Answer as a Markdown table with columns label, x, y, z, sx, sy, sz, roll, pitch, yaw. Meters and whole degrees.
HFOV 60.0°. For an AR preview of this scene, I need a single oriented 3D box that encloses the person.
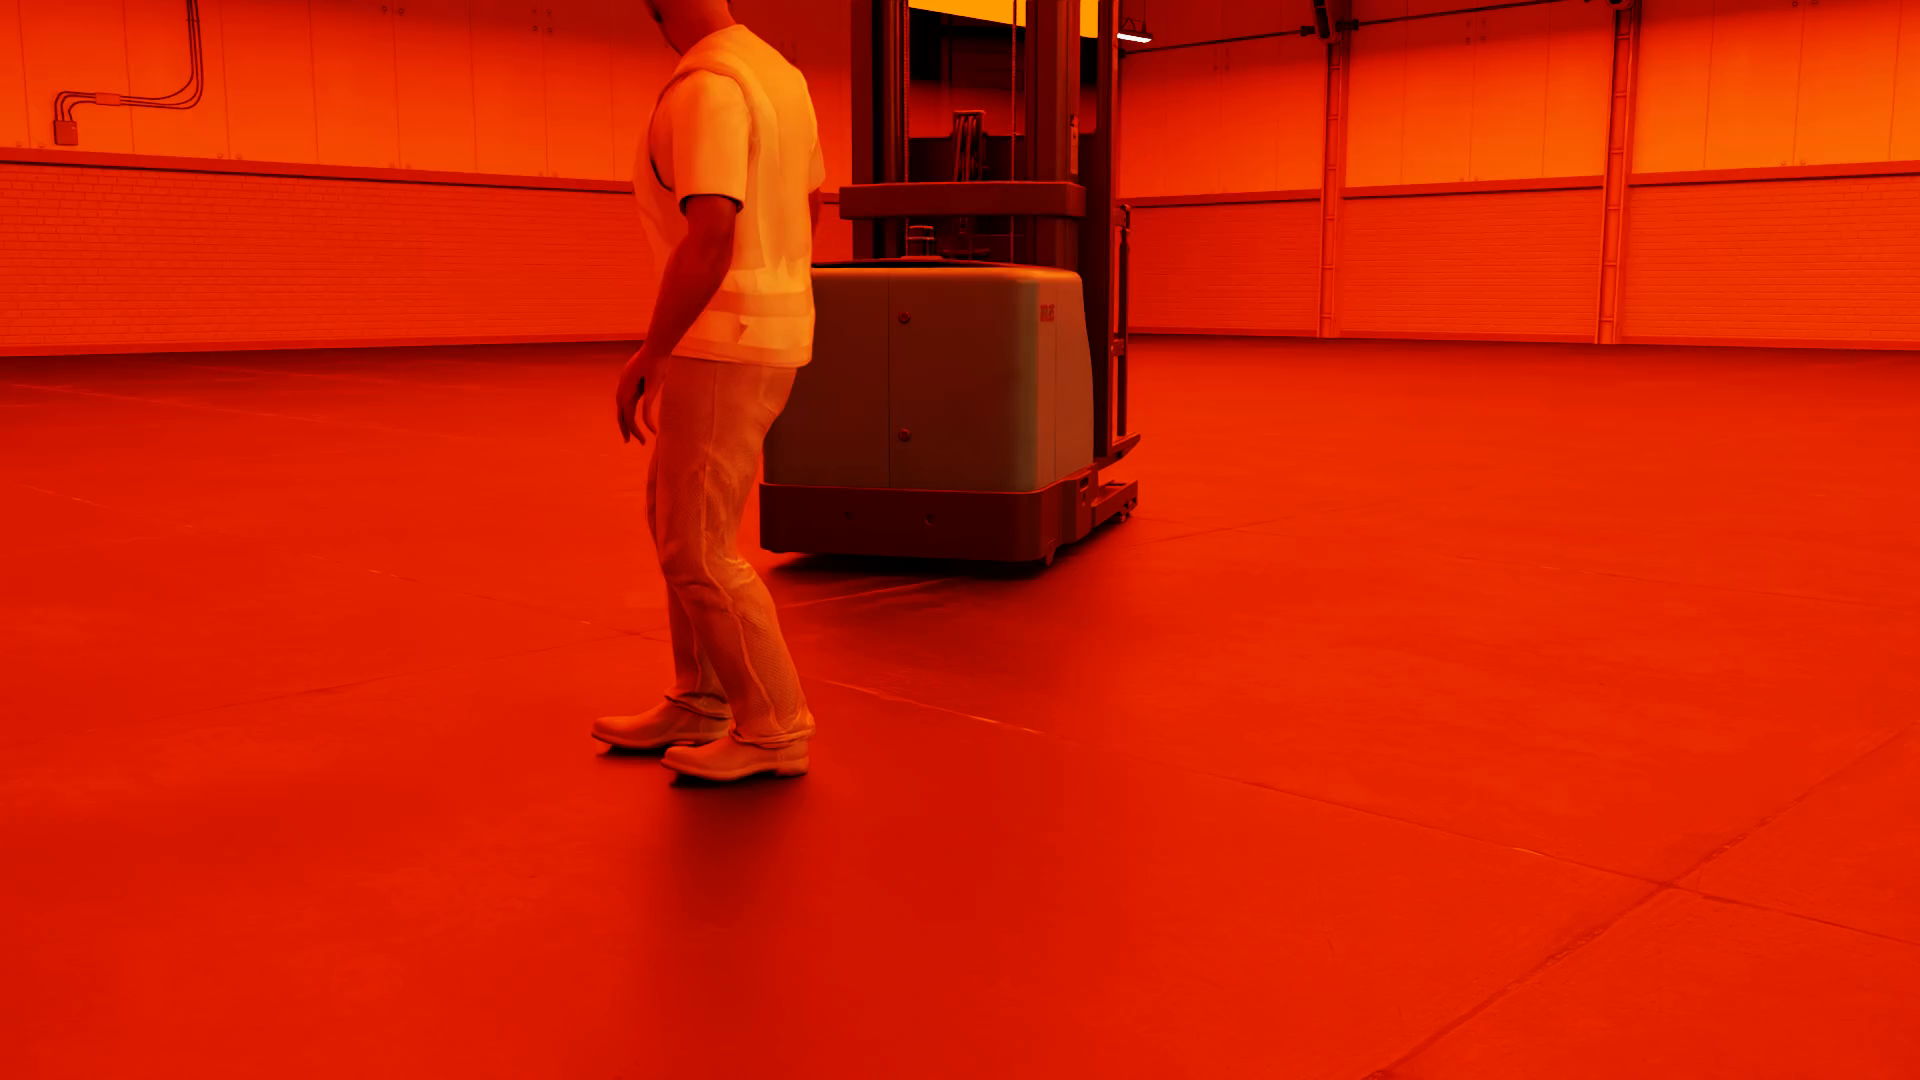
| label | x | y | z | sx | sy | sz | roll | pitch | yaw |
| --- | --- | --- | --- | --- | --- | --- | --- | --- | --- |
| person | -0.548 | -0.380 | 3.394 | 0.523 | 1.743 | 0.794 | 0 | 9 | -1 |

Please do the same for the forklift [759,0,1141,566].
| label | x | y | z | sx | sy | sz | roll | pitch | yaw |
| --- | --- | --- | --- | --- | --- | --- | --- | --- | --- |
| forklift | 0.169 | -1.537 | 7.079 | 1.130 | 2.935 | 3.031 | 2 | 9 | 16 |
